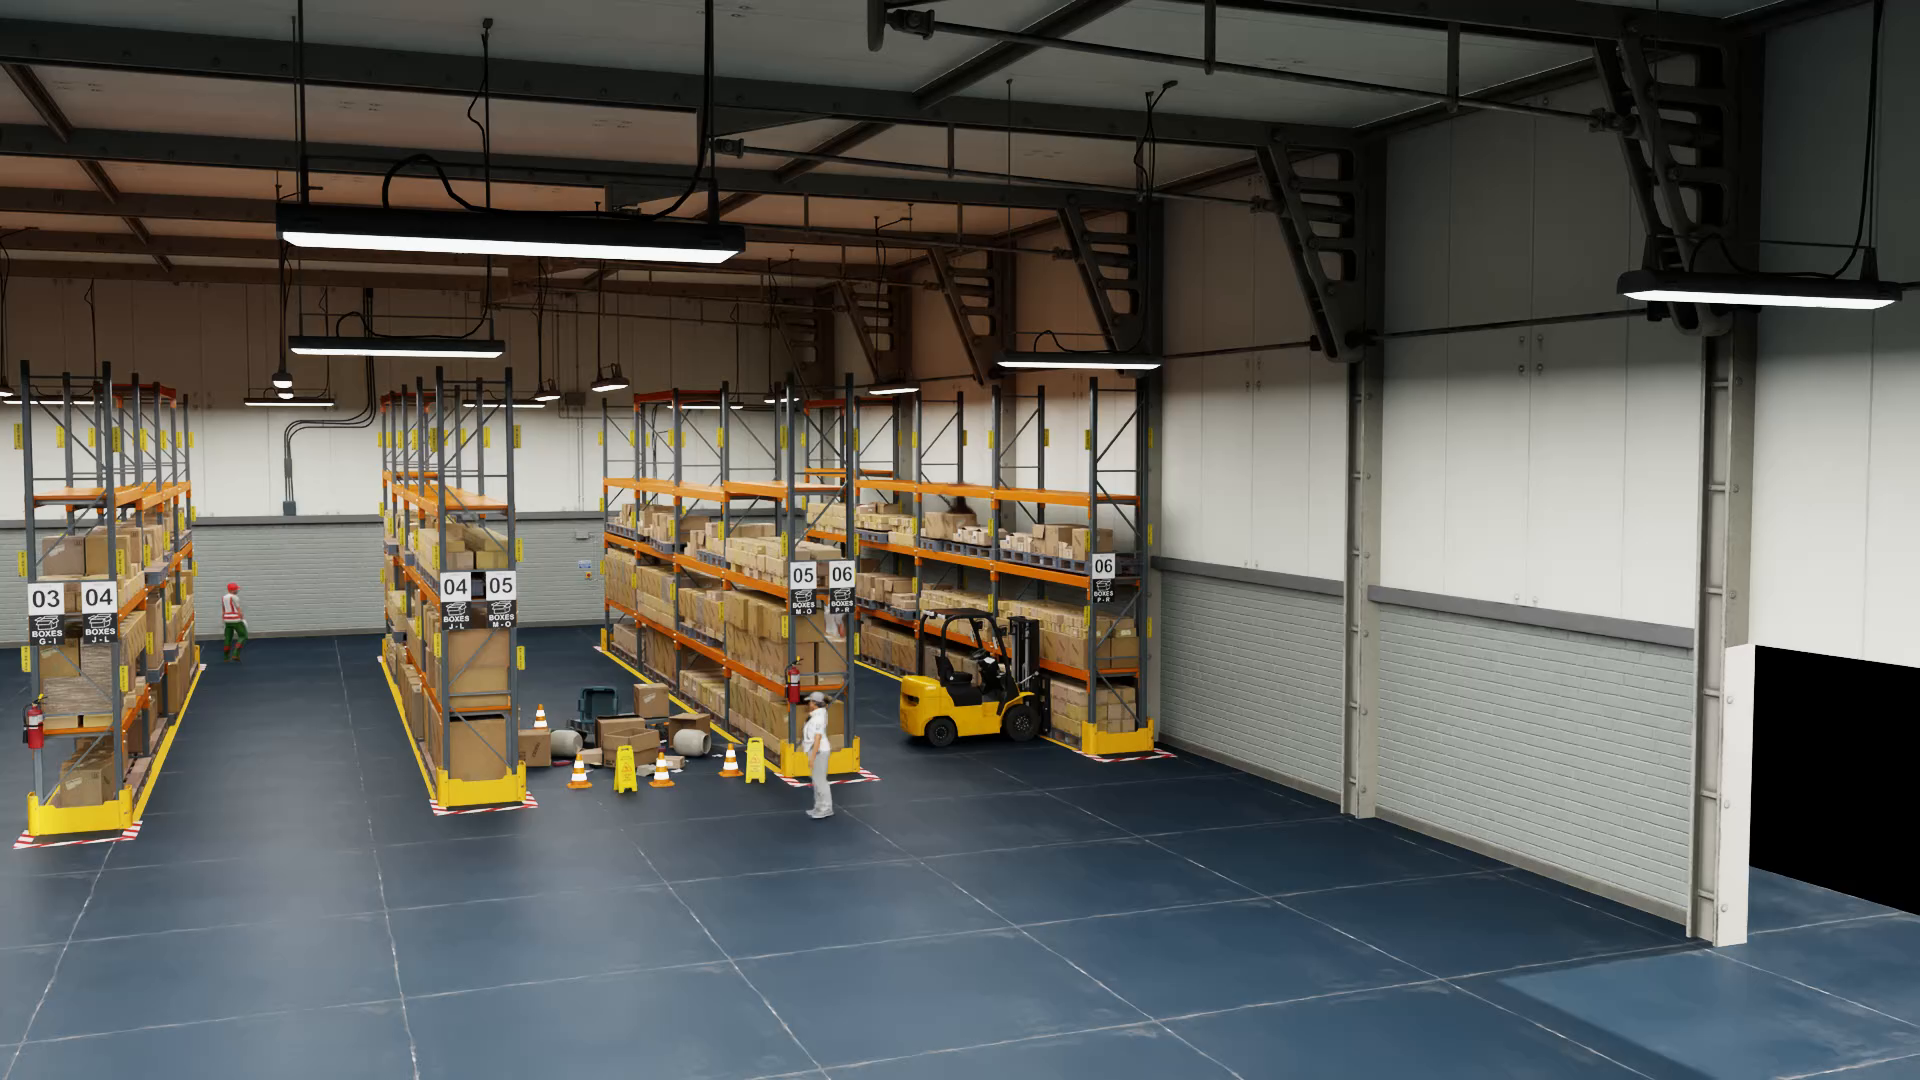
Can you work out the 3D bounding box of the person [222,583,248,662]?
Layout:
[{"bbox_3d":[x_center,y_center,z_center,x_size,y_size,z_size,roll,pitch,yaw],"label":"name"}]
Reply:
[{"bbox_3d":[-16.285,1.846,37.286,0.613,1.786,0.375,2,4,26],"label":"person"}]

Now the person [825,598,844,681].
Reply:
[{"bbox_3d":[-2.439,1.995,32.797,0.616,1.795,0.412,3,5,43],"label":"person"}]

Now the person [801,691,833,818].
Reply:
[{"bbox_3d":[-1.903,2.848,22.100,0.420,1.685,0.557,0,3,-7],"label":"person"}]
